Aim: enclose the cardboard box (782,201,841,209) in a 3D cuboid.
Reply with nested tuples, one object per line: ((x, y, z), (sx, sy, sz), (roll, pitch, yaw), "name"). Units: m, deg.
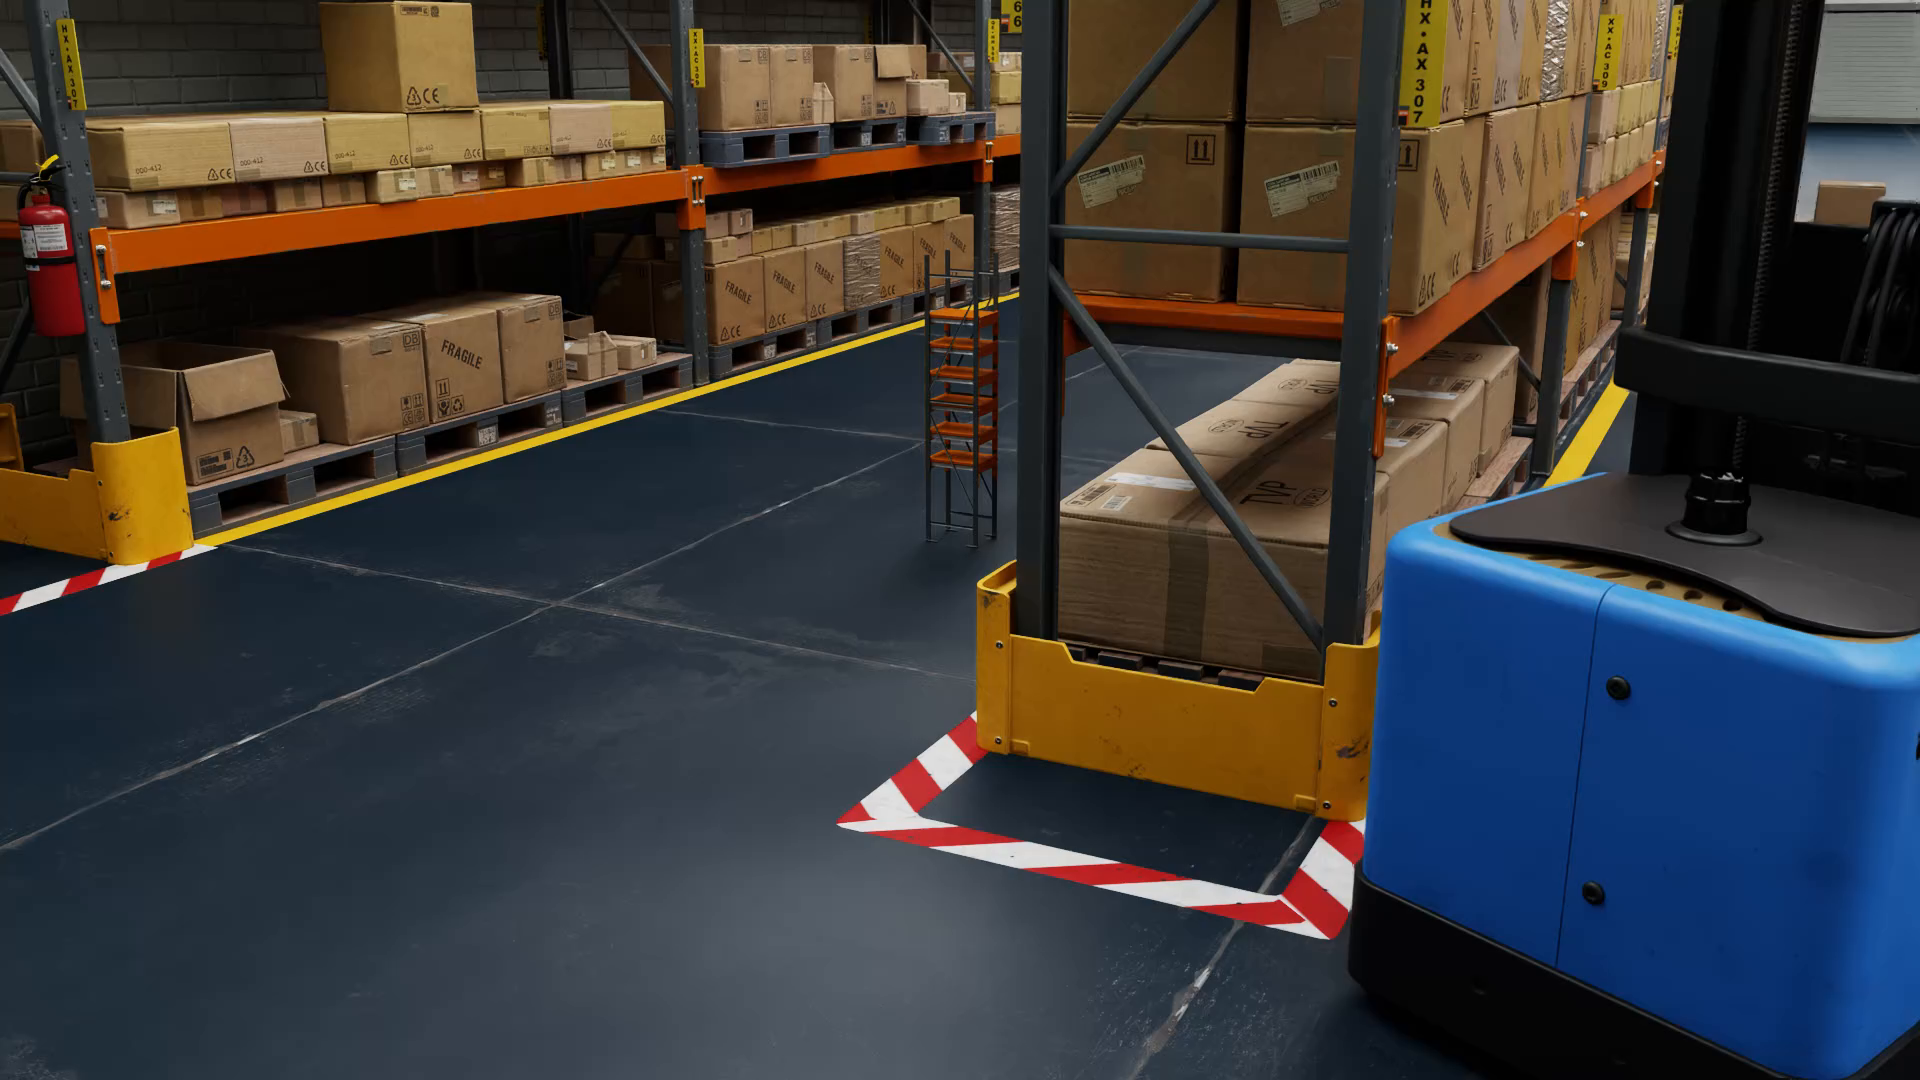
((-1.128, -2.491, 12.655), (0.380, 0.149, 0.250), (7, 18, 23), "cardboard box")

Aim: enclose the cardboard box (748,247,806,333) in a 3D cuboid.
((-1.371, -1.681, 11.067), (0.500, 0.500, 0.500), (8, 18, 25), "cardboard box")

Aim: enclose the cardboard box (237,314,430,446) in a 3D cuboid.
((-3.030, -0.787, 8.058), (0.700, 0.500, 0.500), (9, 19, 28), "cardboard box")

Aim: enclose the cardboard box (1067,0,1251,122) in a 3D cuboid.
((0.640, -1.477, 4.797), (0.500, 0.500, 0.500), (9, 19, 27), "cardboard box")

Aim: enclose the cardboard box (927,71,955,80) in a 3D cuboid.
((-0.278, -3.783, 13.877), (0.500, 0.250, 0.500), (9, 19, 27), "cardboard box")

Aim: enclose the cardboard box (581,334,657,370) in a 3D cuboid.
((-2.003, -1.102, 9.734), (0.380, 0.149, 0.250), (7, 18, 24), "cardboard box")

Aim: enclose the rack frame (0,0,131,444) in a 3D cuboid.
((-3.804, -1.427, 6.561), (1.000, 3.000, 0.127), (8, 18, 25), "rack frame")

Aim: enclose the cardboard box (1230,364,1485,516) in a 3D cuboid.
((1.649, -0.414, 6.913), (0.875, 0.438, 0.875), (8, 18, 24), "cardboard box")

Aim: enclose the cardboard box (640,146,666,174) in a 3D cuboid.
((-1.934, -2.212, 9.646), (0.380, 0.149, 0.250), (8, 18, 26), "cardboard box")

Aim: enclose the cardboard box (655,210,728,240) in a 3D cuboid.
((-1.673, -1.968, 10.373), (0.380, 0.149, 0.250), (8, 18, 24), "cardboard box")

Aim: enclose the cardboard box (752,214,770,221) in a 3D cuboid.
((-1.570, -2.226, 11.763), (0.380, 0.149, 0.250), (8, 18, 26), "cardboard box")

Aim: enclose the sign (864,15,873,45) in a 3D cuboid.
((-0.728, -4.090, 13.492), (0.100, 0.325, 0.005), (8, 18, 25), "sign")

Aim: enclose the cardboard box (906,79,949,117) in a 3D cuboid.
((-0.412, -3.285, 12.340), (0.500, 0.250, 0.500), (7, 18, 23), "cardboard box")

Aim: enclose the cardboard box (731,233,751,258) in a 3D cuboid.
((-1.564, -1.898, 10.660), (0.380, 0.149, 0.250), (8, 18, 24), "cardboard box")

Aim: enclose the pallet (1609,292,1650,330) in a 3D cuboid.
((4.563, -1.697, 12.366), (1.003, 0.211, 1.213), (8, 18, 25), "pallet")

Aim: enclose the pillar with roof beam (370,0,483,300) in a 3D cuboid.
((0.717, -4.712, 7.083), (9.100, 9.000, 0.400), (8, 18, 25), "pillar with roof beam")

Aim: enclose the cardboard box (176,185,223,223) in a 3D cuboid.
((-3.340, -1.426, 7.000), (0.380, 0.149, 0.250), (9, 19, 27), "cardboard box")

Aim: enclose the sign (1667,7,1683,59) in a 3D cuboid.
((4.710, -3.320, 10.899), (0.100, 0.325, 0.005), (8, 18, 25), "sign")

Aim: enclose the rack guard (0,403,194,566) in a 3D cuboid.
((-3.771, -0.248, 6.983), (1.175, 0.500, 0.348), (8, 18, 25), "rack guard")

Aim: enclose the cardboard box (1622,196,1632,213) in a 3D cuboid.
((6.024, -3.281, 15.577), (0.500, 0.500, 0.500), (8, 18, 25), "cardboard box")

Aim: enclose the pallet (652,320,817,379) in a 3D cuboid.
((-1.688, -1.321, 11.103), (1.003, 0.211, 1.213), (8, 18, 25), "pallet")

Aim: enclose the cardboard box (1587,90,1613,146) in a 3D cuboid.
((2.874, -2.060, 8.076), (0.500, 0.250, 0.500), (8, 18, 24), "cardboard box")

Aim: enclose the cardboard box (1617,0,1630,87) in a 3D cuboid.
((3.081, -2.551, 8.415), (0.500, 0.500, 0.500), (8, 18, 25), "cardboard box")

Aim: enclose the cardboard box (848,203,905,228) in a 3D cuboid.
((-0.634, -2.425, 12.433), (0.380, 0.149, 0.250), (9, 19, 27), "cardboard box")

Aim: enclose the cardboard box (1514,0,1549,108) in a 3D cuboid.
((1.777, -1.802, 5.891), (0.500, 0.500, 0.500), (8, 18, 26), "cardboard box")

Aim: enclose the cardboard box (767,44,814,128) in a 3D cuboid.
((-1.369, -2.922, 10.681), (0.700, 0.500, 0.500), (8, 18, 26), "cardboard box")

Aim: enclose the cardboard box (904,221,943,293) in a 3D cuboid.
((-0.459, -2.207, 12.839), (0.500, 0.500, 0.500), (8, 18, 25), "cardboard box")

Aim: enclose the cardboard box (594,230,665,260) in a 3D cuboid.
((-2.111, -1.891, 10.635), (0.380, 0.149, 0.250), (7, 18, 23), "cardboard box")

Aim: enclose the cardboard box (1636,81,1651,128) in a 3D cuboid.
((3.787, -2.582, 9.836), (0.500, 0.250, 0.500), (8, 18, 24), "cardboard box")

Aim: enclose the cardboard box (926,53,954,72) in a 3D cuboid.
((-0.265, -3.932, 13.681), (0.380, 0.149, 0.250), (9, 19, 27), "cardboard box")

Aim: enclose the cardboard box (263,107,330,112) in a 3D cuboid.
((-3.146, -2.039, 8.361), (0.500, 0.250, 0.500), (8, 18, 25), "cardboard box")

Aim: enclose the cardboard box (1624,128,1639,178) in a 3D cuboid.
((3.563, -2.209, 9.456), (0.500, 0.250, 0.500), (8, 18, 24), "cardboard box")

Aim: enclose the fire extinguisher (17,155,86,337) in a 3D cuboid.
((-3.457, -1.115, 6.301), (0.296, 0.674, 0.183), (8, 18, 25), "fire extinguisher")

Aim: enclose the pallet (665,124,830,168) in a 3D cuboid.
((-1.562, -2.544, 10.658), (1.003, 0.211, 1.213), (8, 18, 25), "pallet")

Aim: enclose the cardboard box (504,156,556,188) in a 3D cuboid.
((-2.356, -1.942, 8.736), (0.380, 0.149, 0.250), (8, 18, 25), "cardboard box")

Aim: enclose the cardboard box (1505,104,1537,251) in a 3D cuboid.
((1.762, -1.320, 6.024), (0.500, 0.500, 0.500), (9, 19, 27), "cardboard box")

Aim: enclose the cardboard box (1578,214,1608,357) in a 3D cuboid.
((3.427, -1.625, 10.222), (0.875, 0.875, 0.875), (8, 18, 26), "cardboard box")

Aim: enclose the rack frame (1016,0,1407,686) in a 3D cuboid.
((0.638, -0.797, 4.439), (1.000, 3.000, 0.127), (8, 18, 25), "rack frame")

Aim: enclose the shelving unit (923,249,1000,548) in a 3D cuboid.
((0.006, -0.579, 6.866), (0.258, 1.200, 0.189), (8, 18, 25), "shelving unit")

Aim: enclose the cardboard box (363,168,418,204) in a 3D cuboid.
((-2.792, -1.678, 7.845), (0.380, 0.149, 0.250), (8, 18, 24), "cardboard box")

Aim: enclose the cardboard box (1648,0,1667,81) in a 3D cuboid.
((3.994, -3.065, 10.144), (0.500, 0.500, 0.500), (8, 19, 26), "cardboard box")

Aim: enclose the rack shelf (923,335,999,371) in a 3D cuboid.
((0.006, -0.766, 6.810), (0.258, 0.103, 0.180), (8, 18, 25), "rack shelf")

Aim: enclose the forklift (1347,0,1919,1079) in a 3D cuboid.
((2.310, -0.554, 3.742), (3.031, 2.935, 1.130), (-13, 21, -37), "forklift")

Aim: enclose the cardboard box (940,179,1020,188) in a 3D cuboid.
((0.346, -2.853, 14.793), (0.875, 0.625, 0.625), (9, 19, 27), "cardboard box")

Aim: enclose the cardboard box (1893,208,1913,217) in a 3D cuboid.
((8.857, -2.732, 15.100), (0.797, 0.637, 0.503), (8, 18, 25), "cardboard box")

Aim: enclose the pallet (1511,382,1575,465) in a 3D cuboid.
((2.702, -0.685, 8.960), (1.003, 0.211, 1.213), (8, 18, 25), "pallet")

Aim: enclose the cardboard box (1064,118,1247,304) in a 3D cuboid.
((0.617, -1.001, 4.951), (0.500, 0.500, 0.500), (8, 18, 26), "cardboard box")

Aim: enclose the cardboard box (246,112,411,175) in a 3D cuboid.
((-2.912, -1.837, 7.683), (0.500, 0.250, 0.500), (8, 18, 24), "cardboard box")

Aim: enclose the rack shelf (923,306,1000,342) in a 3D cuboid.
((0.006, -0.881, 6.776), (0.258, 0.103, 0.180), (8, 18, 25), "rack shelf")

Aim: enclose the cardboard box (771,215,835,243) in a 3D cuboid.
((-1.091, -2.158, 11.536), (0.380, 0.149, 0.250), (9, 19, 27), "cardboard box")

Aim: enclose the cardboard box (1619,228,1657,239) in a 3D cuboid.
((5.140, -2.300, 13.378), (0.950, 0.372, 0.625), (9, 19, 27), "cardboard box")

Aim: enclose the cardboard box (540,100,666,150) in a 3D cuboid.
((-2.027, -2.356, 9.430), (0.500, 0.250, 0.500), (9, 19, 27), "cardboard box")

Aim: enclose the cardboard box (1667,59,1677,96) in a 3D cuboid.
((4.847, -3.445, 11.920), (0.500, 0.500, 0.500), (9, 19, 28), "cardboard box")

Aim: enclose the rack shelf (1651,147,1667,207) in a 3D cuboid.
((5.106, -2.999, 13.117), (1.077, 0.370, 4.000), (8, 18, 25), "rack shelf")
